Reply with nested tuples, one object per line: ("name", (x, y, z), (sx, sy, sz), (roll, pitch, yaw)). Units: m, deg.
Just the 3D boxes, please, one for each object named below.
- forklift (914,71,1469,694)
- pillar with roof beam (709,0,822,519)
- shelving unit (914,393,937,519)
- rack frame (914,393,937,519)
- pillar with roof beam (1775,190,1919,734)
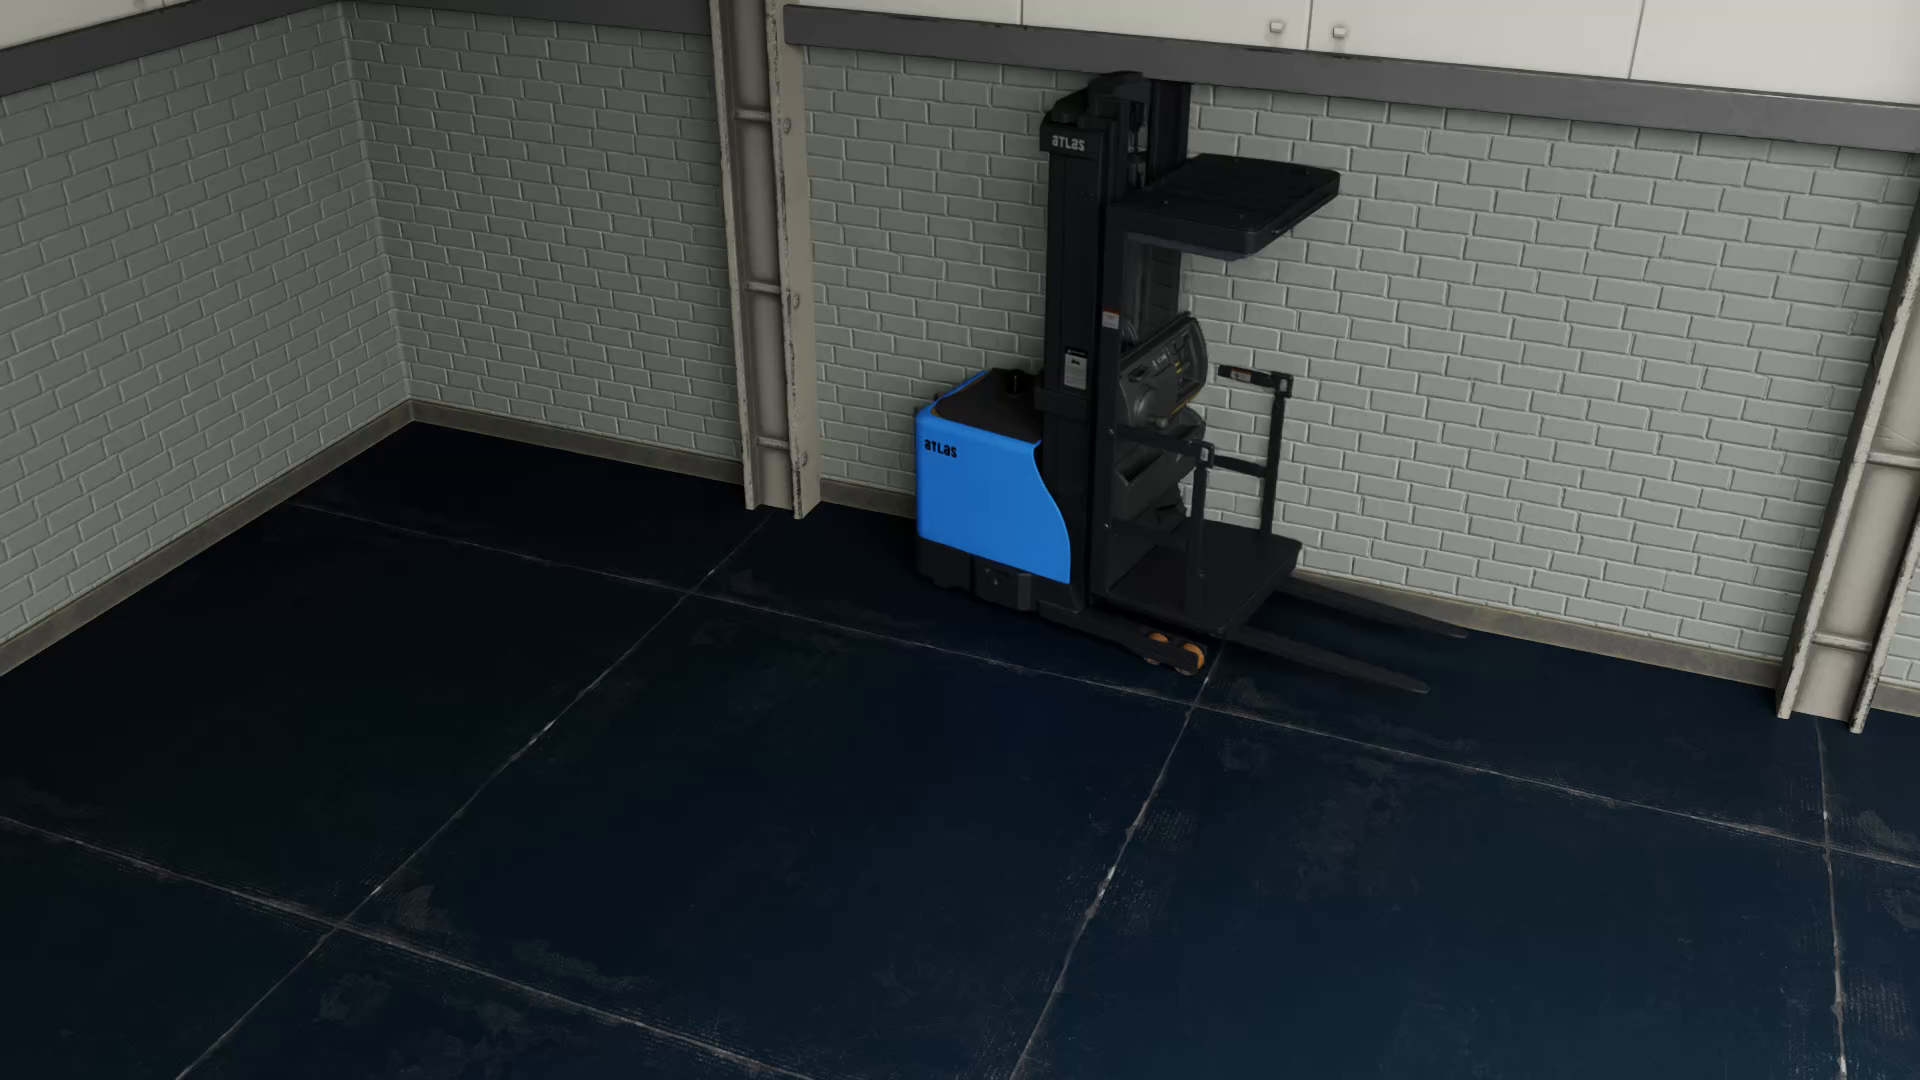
("forklift", (1.250, -0.853, 8.692), (3.031, 2.935, 1.130), (17, 34, 28))
("pillar with roof beam", (-2.737, -2.189, 4.889), (0.400, 9.000, 9.100), (11, 31, 19))
("shelving unit", (-0.117, -0.402, 9.958), (0.210, 0.900, 0.258), (17, 34, 28))
("rack frame", (-0.202, -0.429, 10.006), (0.006, 0.900, 0.240), (17, 34, 28))
("pillar with roof beam", (2.823, -1.079, 2.925), (0.400, 9.000, 9.100), (11, 31, 19))
